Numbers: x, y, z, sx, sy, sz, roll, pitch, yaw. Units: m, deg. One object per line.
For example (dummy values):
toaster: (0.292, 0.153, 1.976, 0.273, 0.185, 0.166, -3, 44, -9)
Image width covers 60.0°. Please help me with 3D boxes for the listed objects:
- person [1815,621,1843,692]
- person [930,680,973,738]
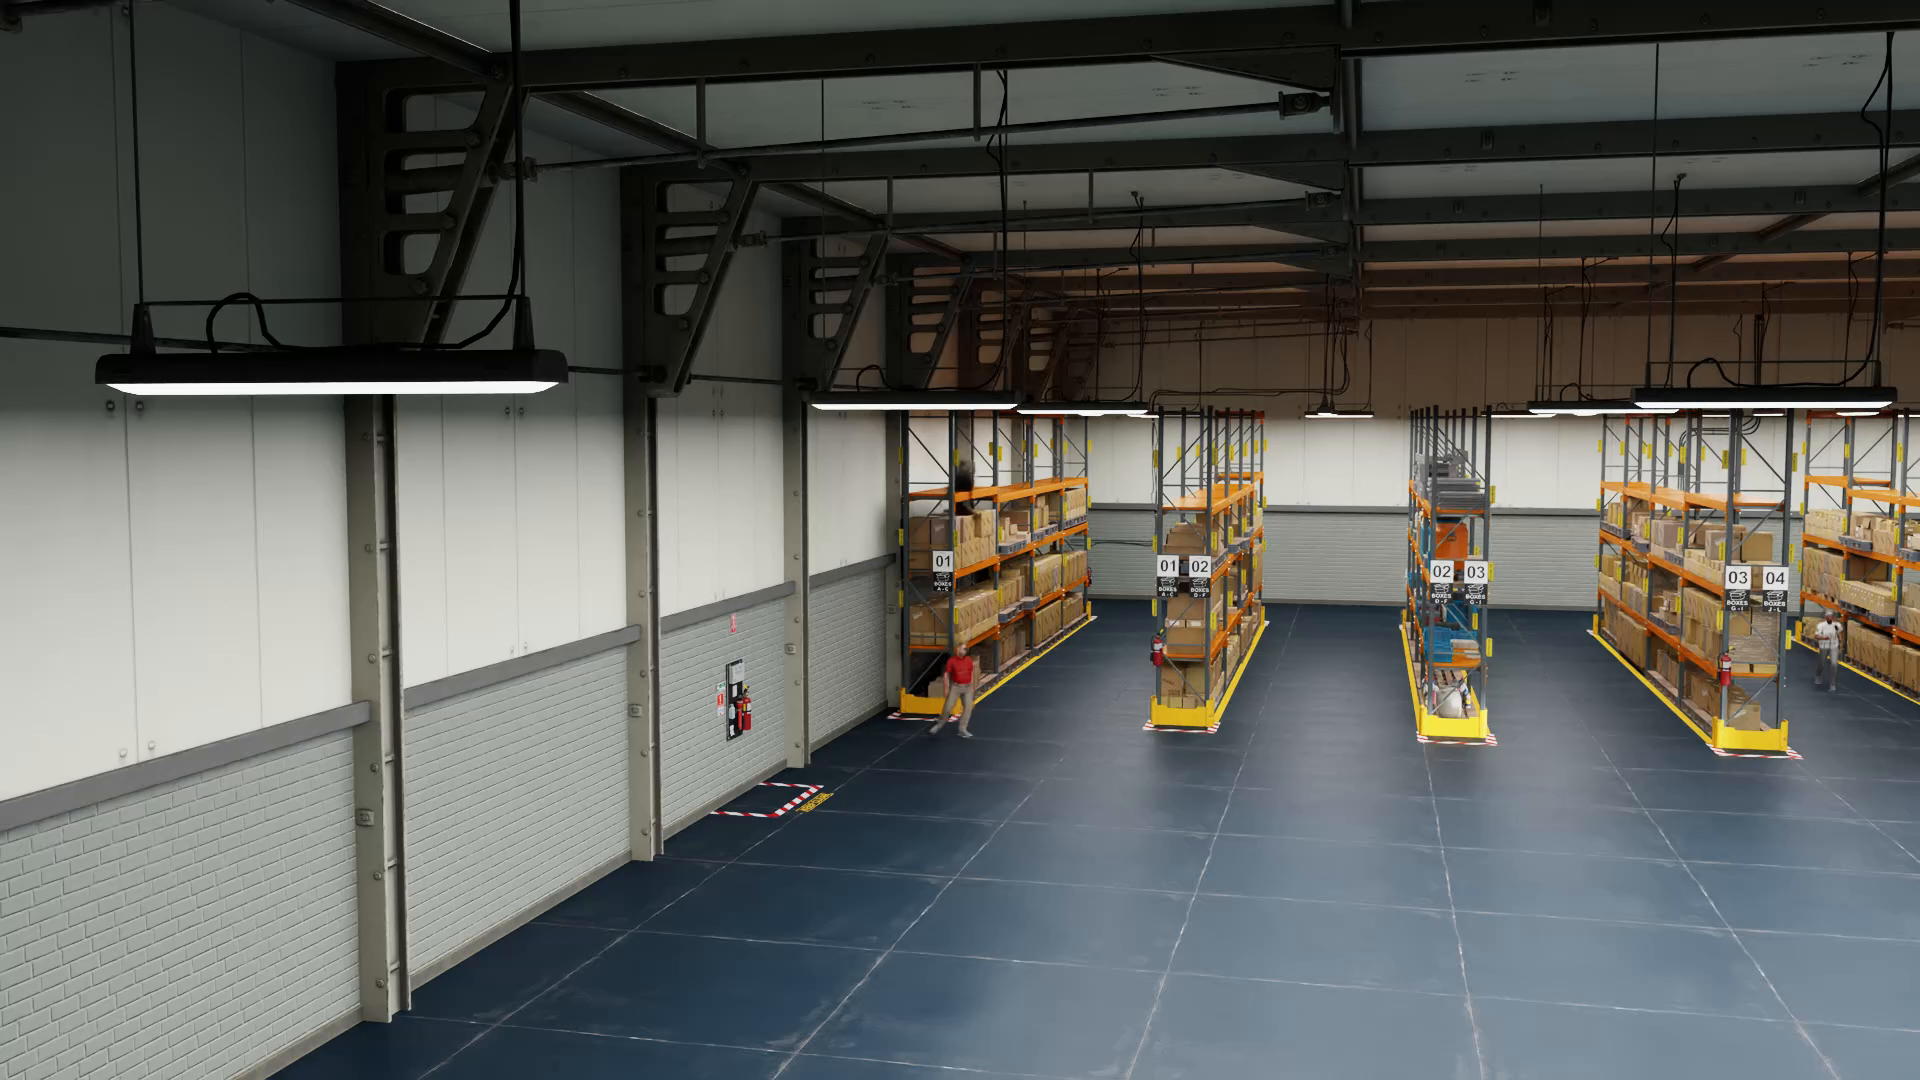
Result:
person: (18.541, 2.452, 35.524, 0.548, 1.503, 0.893, 1, 4, 20)
person: (-0.152, 3.037, 30.167, 0.697, 1.062, 0.626, -2, 5, -26)
